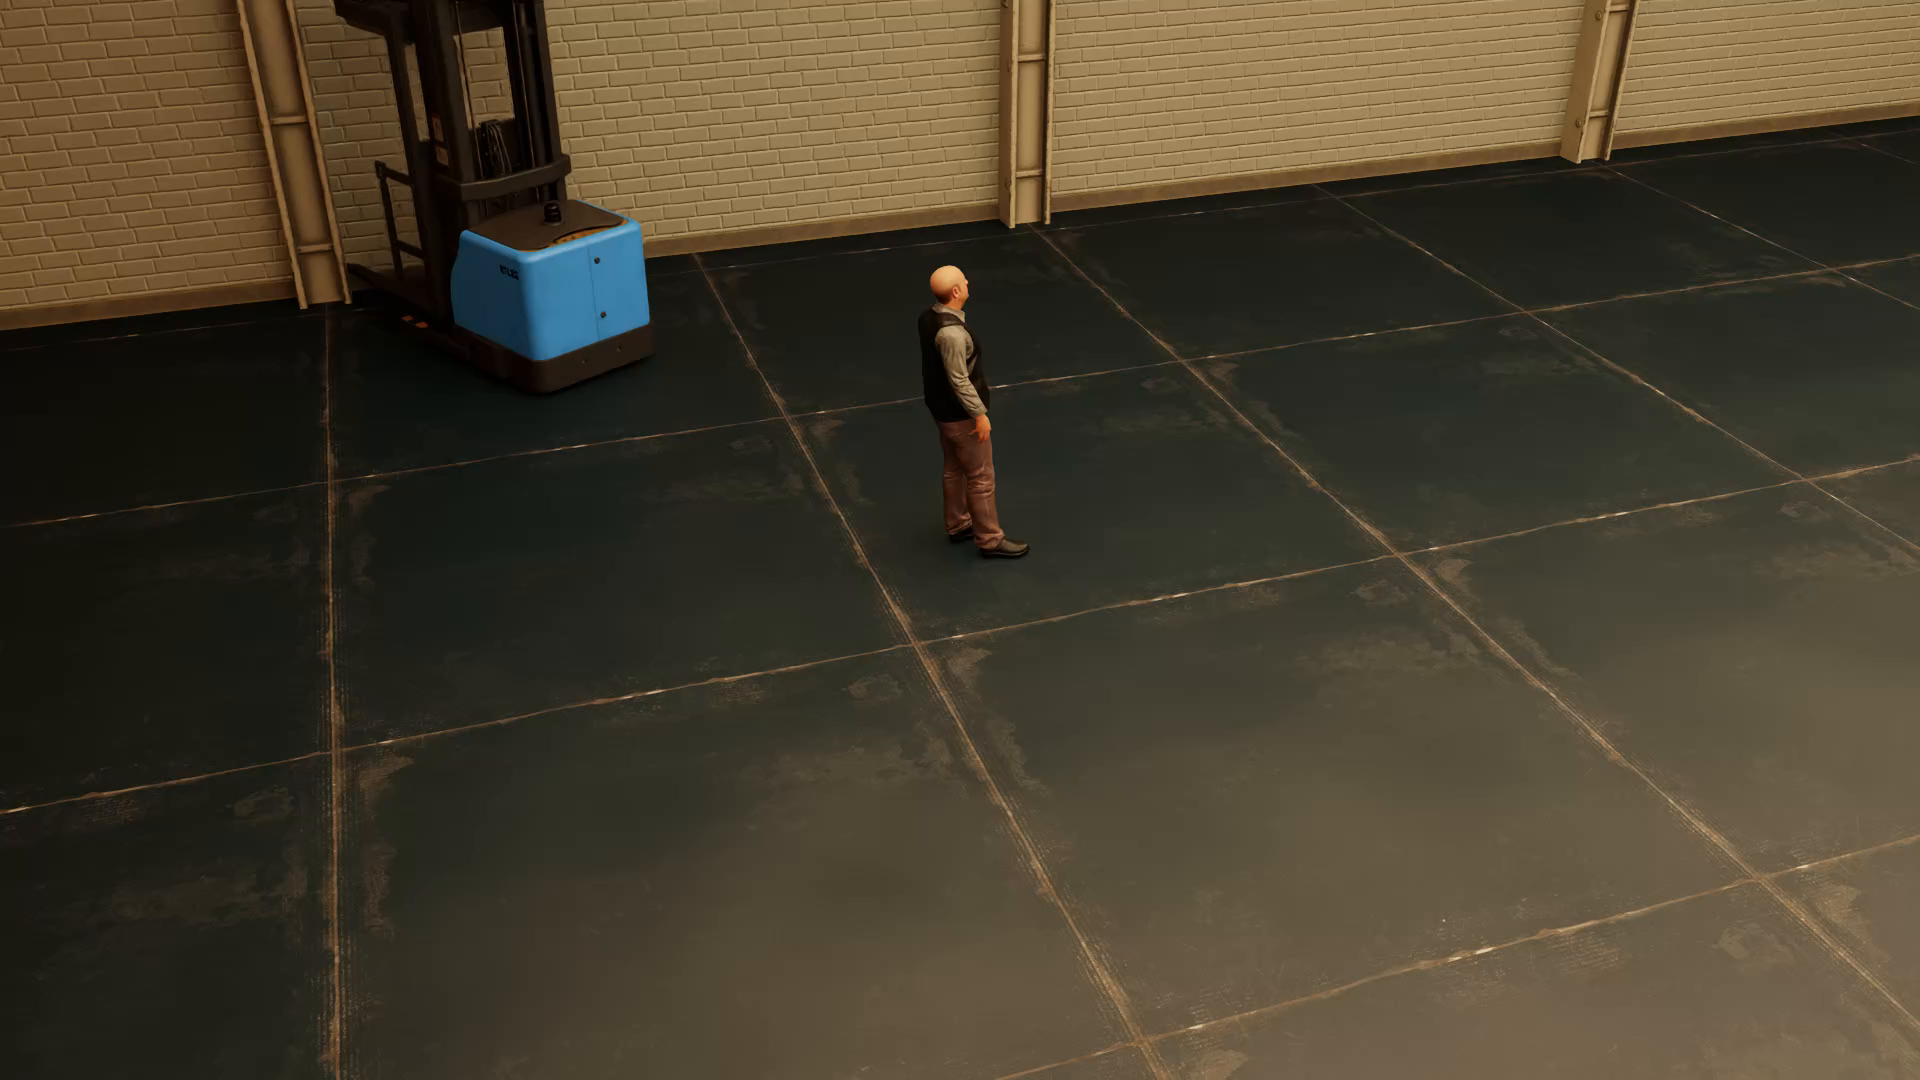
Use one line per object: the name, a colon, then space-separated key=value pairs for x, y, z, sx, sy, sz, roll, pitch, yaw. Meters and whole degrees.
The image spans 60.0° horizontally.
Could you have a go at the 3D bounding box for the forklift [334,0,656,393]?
forklift: x=-3.679 y=-2.925 z=12.170 sx=3.031 sy=2.935 sz=1.130 roll=25 pitch=38 yaw=36

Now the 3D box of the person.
person: x=0.062 y=-0.759 z=9.605 sx=0.566 sy=1.722 sz=0.633 roll=-10 pitch=31 yaw=-16
